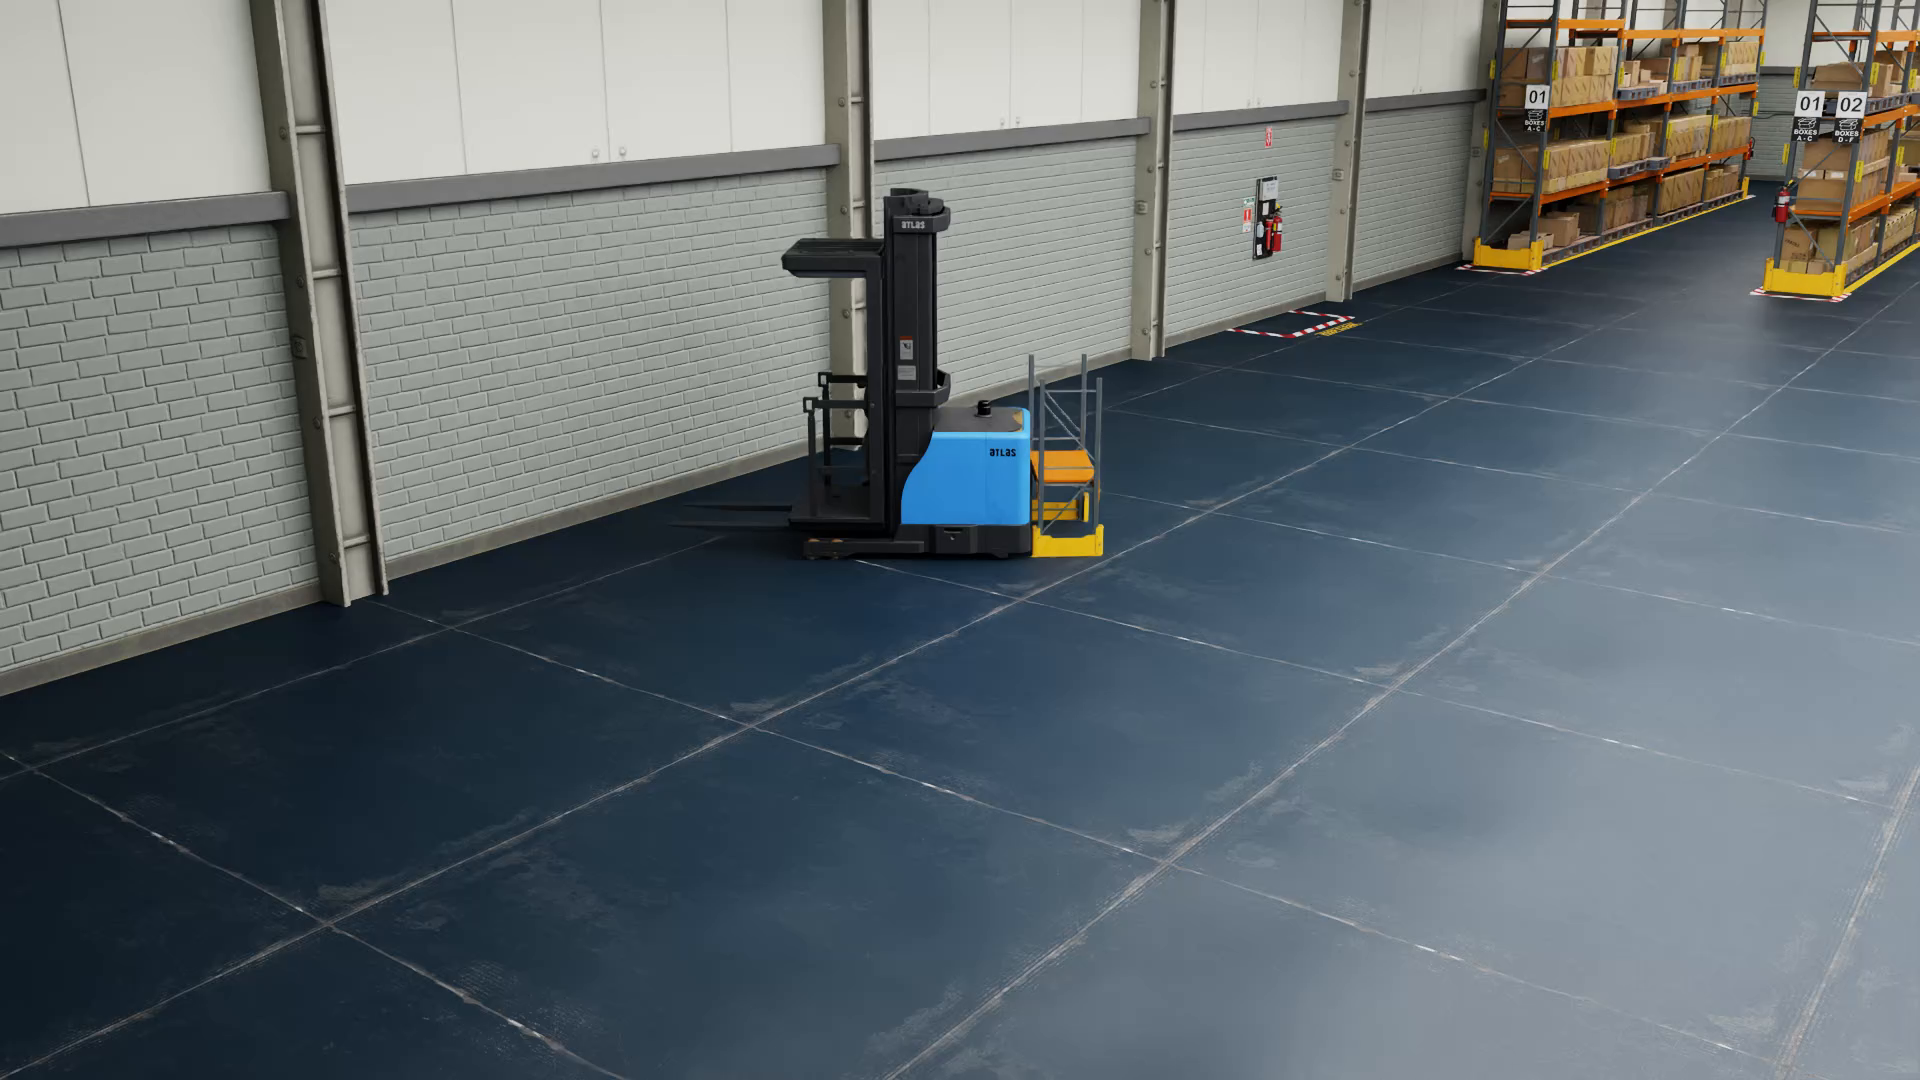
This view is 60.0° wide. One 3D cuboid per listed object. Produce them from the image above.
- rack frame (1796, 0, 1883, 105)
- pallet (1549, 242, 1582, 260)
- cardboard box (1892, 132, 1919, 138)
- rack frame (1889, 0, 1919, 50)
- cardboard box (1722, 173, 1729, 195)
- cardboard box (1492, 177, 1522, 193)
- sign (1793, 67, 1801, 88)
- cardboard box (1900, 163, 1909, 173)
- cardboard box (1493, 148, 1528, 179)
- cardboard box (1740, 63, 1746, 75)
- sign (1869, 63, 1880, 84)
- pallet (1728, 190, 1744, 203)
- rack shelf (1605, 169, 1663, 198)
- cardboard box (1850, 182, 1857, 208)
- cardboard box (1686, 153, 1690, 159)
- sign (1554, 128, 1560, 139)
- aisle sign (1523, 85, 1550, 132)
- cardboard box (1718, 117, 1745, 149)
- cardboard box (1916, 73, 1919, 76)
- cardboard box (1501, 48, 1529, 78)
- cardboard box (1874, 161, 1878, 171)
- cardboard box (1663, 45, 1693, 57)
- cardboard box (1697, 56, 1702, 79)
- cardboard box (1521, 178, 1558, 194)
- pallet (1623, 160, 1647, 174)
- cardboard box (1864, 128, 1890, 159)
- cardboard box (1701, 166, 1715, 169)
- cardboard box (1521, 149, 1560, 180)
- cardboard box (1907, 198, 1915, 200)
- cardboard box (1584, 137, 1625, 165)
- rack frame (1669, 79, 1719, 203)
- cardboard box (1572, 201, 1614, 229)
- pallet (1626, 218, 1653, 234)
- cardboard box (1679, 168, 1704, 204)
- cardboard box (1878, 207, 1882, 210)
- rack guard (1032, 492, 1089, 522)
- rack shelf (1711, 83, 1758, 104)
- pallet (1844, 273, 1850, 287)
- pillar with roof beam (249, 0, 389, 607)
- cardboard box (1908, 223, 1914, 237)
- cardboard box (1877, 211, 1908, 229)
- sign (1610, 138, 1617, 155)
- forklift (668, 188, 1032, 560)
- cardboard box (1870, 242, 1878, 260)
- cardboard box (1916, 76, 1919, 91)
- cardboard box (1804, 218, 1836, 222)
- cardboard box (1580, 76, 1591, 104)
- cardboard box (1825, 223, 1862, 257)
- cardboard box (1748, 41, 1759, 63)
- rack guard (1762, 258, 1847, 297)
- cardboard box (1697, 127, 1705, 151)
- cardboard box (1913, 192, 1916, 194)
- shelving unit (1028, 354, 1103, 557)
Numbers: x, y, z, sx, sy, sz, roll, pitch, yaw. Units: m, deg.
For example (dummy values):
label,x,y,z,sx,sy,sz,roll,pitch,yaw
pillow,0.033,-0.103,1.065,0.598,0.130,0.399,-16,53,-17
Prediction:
label,x,y,z,sx,sy,sz,roll,pitch,yaw
rack frame,13.887,-8.385,26.073,1.000,3.000,0.127,12,21,35
pallet,11.191,-5.558,31.785,1.003,0.211,1.213,12,21,35
cardboard box,20.216,-8.379,35.290,0.500,0.500,0.700,-16,23,-42
rack frame,18.653,-10.291,32.209,1.000,3.000,0.127,12,21,35
cardboard box,18.505,-8.789,40.995,0.700,0.500,0.500,12,21,33
cardboard box,10.029,-6.478,30.267,0.500,0.250,0.500,13,21,35
sign,13.459,-7.437,26.718,0.100,0.325,0.005,12,21,35
cardboard box,18.401,-7.304,32.858,0.500,0.311,0.500,14,22,38
cardboard box,10.016,-6.841,30.169,0.500,0.500,0.500,12,21,34
cardboard box,18.601,-11.345,40.036,0.500,0.250,0.500,12,21,33
sign,14.329,-7.309,26.056,0.100,0.325,0.005,12,21,35
pallet,19.026,-8.670,41.806,1.003,0.211,1.213,12,21,35
rack shelf,13.481,-7.480,34.487,1.077,0.370,4.000,12,21,35
cardboard box,14.484,-5.803,27.704,0.700,0.500,0.500,13,22,36
cardboard box,16.290,-8.717,37.647,0.380,0.149,0.250,12,21,33
sign,11.841,-7.998,32.988,0.100,0.325,0.005,12,21,35
aisle sign,10.104,-7.566,29.167,0.394,0.787,0.004,12,21,35
cardboard box,18.719,-10.050,41.045,0.980,0.700,0.700,12,21,34
cardboard box,18.886,-9.016,32.993,0.910,0.500,0.500,12,21,35
cardboard box,9.953,-8.511,29.647,0.500,0.500,0.500,14,22,37
cardboard box,15.672,-6.486,28.810,0.380,0.149,0.250,12,21,34
cardboard box,16.109,-10.981,37.314,0.500,0.250,0.500,12,21,33
cardboard box,16.443,-10.753,37.845,0.700,0.500,0.500,11,20,32
cardboard box,10.452,-6.393,29.992,0.500,0.250,0.500,12,21,33
pallet,13.526,-7.730,34.401,1.003,0.211,1.213,12,21,35
cardboard box,16.011,-7.034,29.479,0.700,0.500,0.500,13,21,35
cardboard box,18.415,-9.162,41.102,0.380,0.149,0.250,13,21,35
cardboard box,10.432,-6.752,29.882,0.500,0.500,0.500,12,21,35
cardboard box,20.071,-6.870,34.780,0.500,0.500,0.500,12,21,33
cardboard box,12.959,-7.852,33.562,0.700,0.500,0.500,15,23,40
rack frame,17.056,-9.253,38.982,1.000,3.000,0.127,12,21,35
cardboard box,12.982,-6.674,34.151,0.700,0.500,0.500,12,21,34
pallet,14.206,-6.783,35.730,1.003,0.211,1.213,12,21,35
cardboard box,16.773,-8.249,38.666,0.750,0.750,0.750,13,21,35
cardboard box,18.105,-6.508,33.126,0.500,0.311,0.500,13,22,37
rack guard,0.846,-0.288,14.751,0.587,0.250,0.087,-1,17,-2
rack shelf,18.248,-10.818,40.178,1.077,0.370,4.000,12,21,35
pallet,14.309,-4.378,27.987,1.003,0.211,1.213,12,21,35
pillar with roof beam,-1.214,-3.103,9.061,9.100,9.000,0.400,12,21,35
cardboard box,18.536,-6.145,32.902,0.500,0.250,0.500,13,21,36
cardboard box,17.931,-6.168,32.031,0.500,0.311,0.500,12,21,34
sign,12.730,-7.667,32.415,0.100,0.325,0.005,12,21,35
forklift,-0.915,-1.394,13.790,3.031,2.935,1.130,1,17,2
cardboard box,16.169,-5.211,29.896,0.500,0.250,0.500,12,21,35
cardboard box,18.130,-8.741,31.821,0.500,0.250,0.500,13,22,36
cardboard box,15.146,-5.425,29.320,0.500,0.500,0.500,12,21,35
cardboard box,11.263,-8.298,30.645,0.500,0.500,0.500,14,22,38
cardboard box,14.969,-5.095,28.257,0.500,0.500,0.500,12,21,35
cardboard box,19.222,-11.951,40.723,0.500,0.500,0.500,12,21,35
rack guard,13.872,-4.321,27.315,1.175,0.500,0.348,12,21,35
cardboard box,16.687,-9.175,38.026,0.500,0.500,0.500,13,21,35
cardboard box,20.553,-7.323,36.240,0.500,0.500,0.500,11,21,32
shelving unit,0.868,-0.738,14.090,0.587,1.500,1.083,-1,17,-2
